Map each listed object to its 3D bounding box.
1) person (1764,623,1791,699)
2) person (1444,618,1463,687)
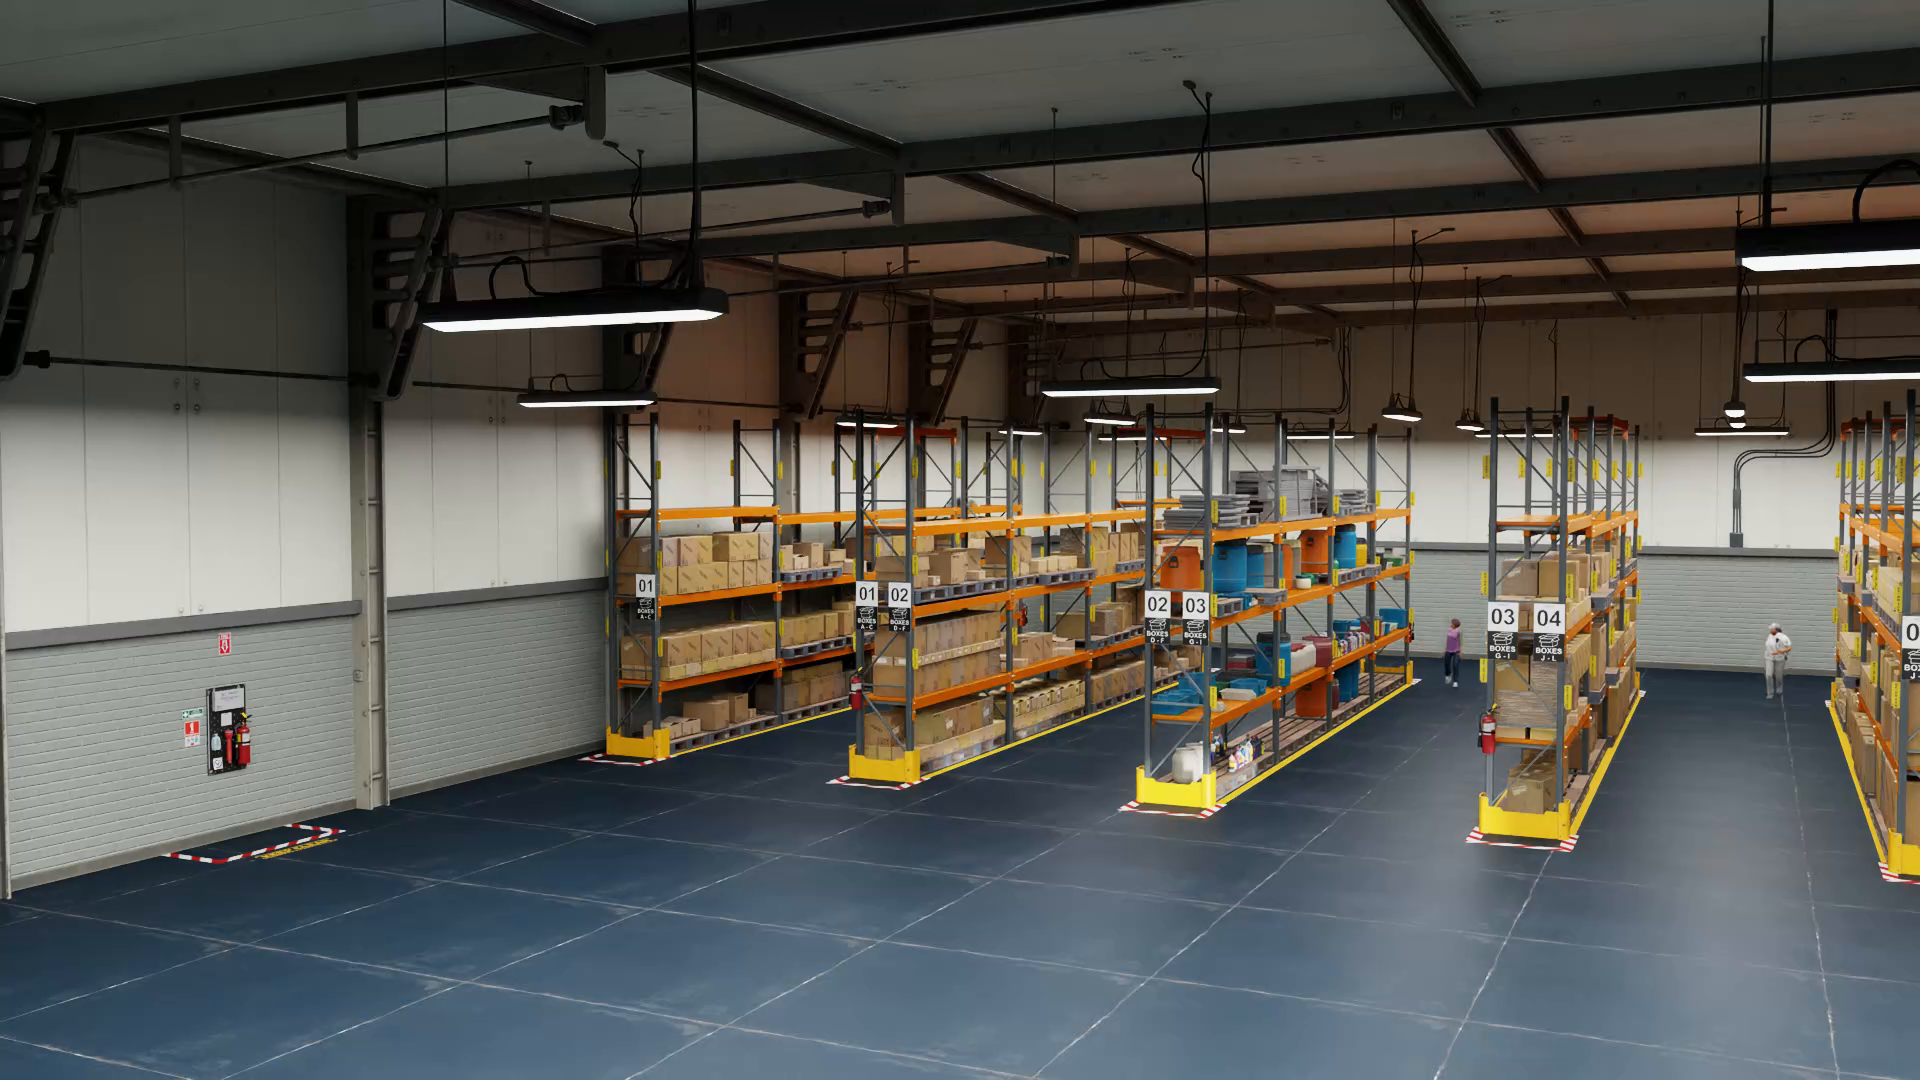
[{"bbox_3d":[18.017,2.669,36.619,0.535,1.697,0.737,1,3,30],"label":"person"},{"bbox_3d":[11.386,2.634,38.346,0.418,1.493,0.503,1,3,19],"label":"person"}]
